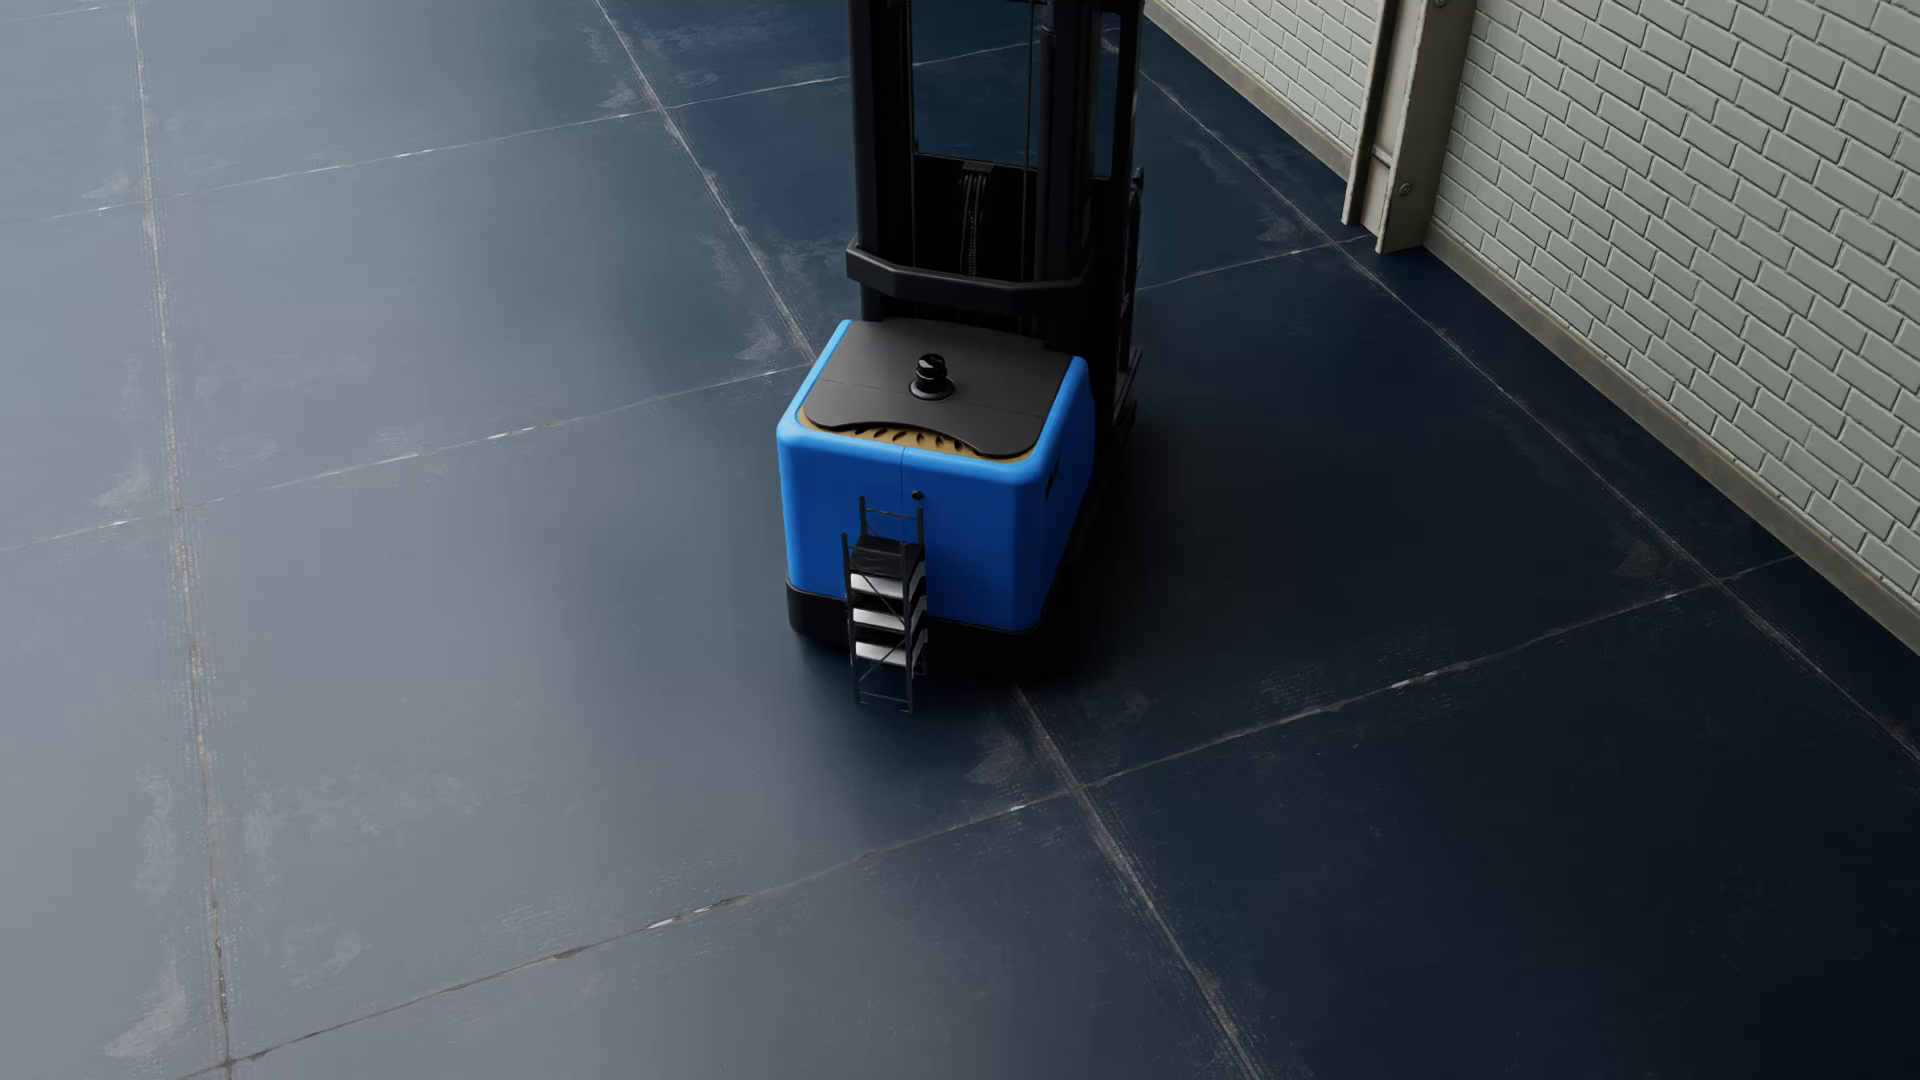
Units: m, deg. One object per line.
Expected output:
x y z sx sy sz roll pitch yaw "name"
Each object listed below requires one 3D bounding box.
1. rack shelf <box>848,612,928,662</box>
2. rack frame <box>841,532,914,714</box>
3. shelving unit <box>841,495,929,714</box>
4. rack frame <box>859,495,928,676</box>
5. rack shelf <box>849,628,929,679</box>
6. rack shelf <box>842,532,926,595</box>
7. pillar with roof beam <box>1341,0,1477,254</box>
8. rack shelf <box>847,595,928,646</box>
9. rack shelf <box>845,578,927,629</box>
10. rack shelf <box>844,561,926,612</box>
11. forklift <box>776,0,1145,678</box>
-0.272 0.348 6.339 0.258 0.077 0.200 10 44 12 "rack shelf"
-0.301 0.324 6.183 0.240 0.900 0.006 10 44 12 "rack frame"
-0.274 0.257 6.255 0.258 0.900 0.210 10 44 12 "shelving unit"
-0.247 0.190 6.326 0.240 0.900 0.006 10 44 12 "rack frame"
-0.271 0.413 6.400 0.258 0.077 0.200 10 44 12 "rack shelf"
-0.276 0.084 6.094 0.258 0.077 0.200 10 44 12 "rack shelf"
-1.622 -4.051 5.060 9.100 9.000 0.400 -15 43 -17 "pillar with roof beam"
-0.273 0.282 6.277 0.258 0.077 0.200 10 44 12 "rack shelf"
-0.274 0.216 6.216 0.258 0.077 0.200 10 44 12 "rack shelf"
-0.275 0.150 6.155 0.258 0.077 0.200 10 44 12 "rack shelf"
0.201 -1.542 6.795 1.130 2.935 3.031 11 42 12 "forklift"
